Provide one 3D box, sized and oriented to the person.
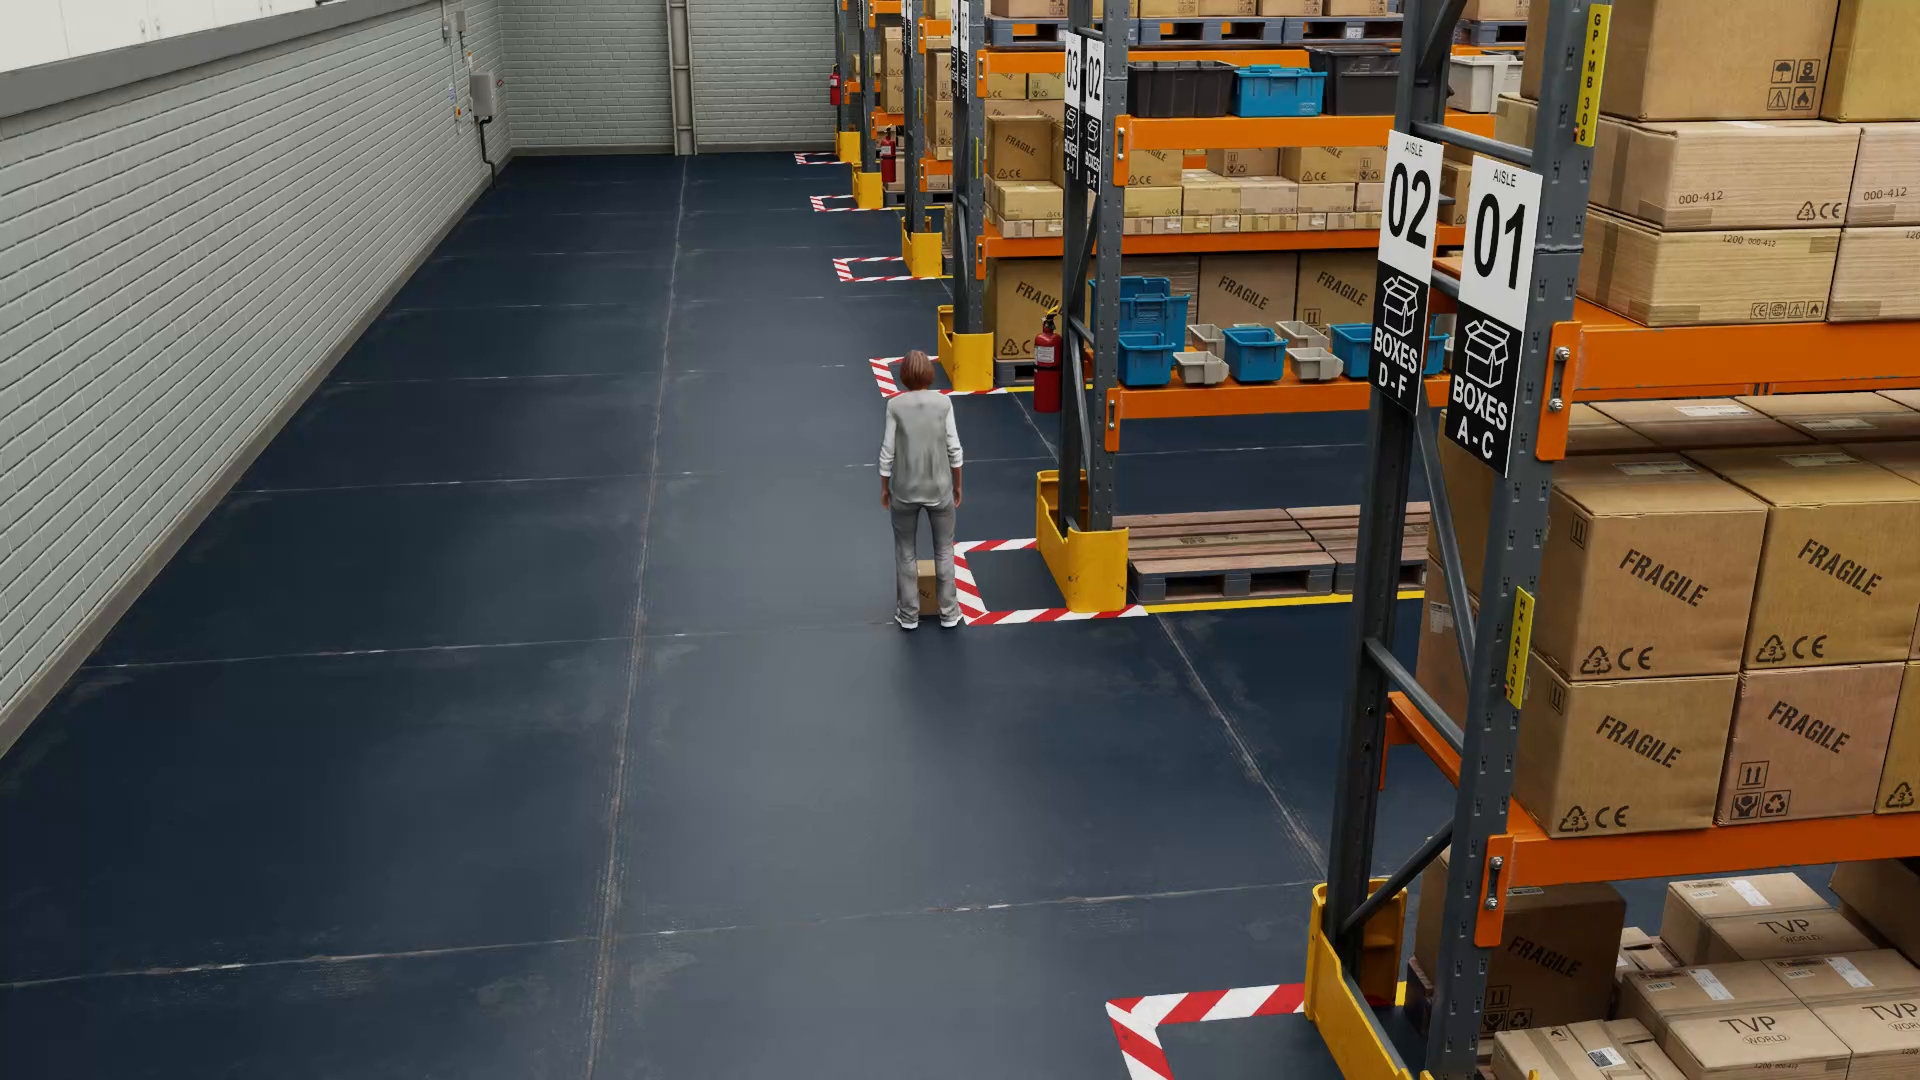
[{"bbox_3d":[-0.210,-0.271,9.324,0.462,1.591,0.322,-2,20,-5],"label":"person"}]
